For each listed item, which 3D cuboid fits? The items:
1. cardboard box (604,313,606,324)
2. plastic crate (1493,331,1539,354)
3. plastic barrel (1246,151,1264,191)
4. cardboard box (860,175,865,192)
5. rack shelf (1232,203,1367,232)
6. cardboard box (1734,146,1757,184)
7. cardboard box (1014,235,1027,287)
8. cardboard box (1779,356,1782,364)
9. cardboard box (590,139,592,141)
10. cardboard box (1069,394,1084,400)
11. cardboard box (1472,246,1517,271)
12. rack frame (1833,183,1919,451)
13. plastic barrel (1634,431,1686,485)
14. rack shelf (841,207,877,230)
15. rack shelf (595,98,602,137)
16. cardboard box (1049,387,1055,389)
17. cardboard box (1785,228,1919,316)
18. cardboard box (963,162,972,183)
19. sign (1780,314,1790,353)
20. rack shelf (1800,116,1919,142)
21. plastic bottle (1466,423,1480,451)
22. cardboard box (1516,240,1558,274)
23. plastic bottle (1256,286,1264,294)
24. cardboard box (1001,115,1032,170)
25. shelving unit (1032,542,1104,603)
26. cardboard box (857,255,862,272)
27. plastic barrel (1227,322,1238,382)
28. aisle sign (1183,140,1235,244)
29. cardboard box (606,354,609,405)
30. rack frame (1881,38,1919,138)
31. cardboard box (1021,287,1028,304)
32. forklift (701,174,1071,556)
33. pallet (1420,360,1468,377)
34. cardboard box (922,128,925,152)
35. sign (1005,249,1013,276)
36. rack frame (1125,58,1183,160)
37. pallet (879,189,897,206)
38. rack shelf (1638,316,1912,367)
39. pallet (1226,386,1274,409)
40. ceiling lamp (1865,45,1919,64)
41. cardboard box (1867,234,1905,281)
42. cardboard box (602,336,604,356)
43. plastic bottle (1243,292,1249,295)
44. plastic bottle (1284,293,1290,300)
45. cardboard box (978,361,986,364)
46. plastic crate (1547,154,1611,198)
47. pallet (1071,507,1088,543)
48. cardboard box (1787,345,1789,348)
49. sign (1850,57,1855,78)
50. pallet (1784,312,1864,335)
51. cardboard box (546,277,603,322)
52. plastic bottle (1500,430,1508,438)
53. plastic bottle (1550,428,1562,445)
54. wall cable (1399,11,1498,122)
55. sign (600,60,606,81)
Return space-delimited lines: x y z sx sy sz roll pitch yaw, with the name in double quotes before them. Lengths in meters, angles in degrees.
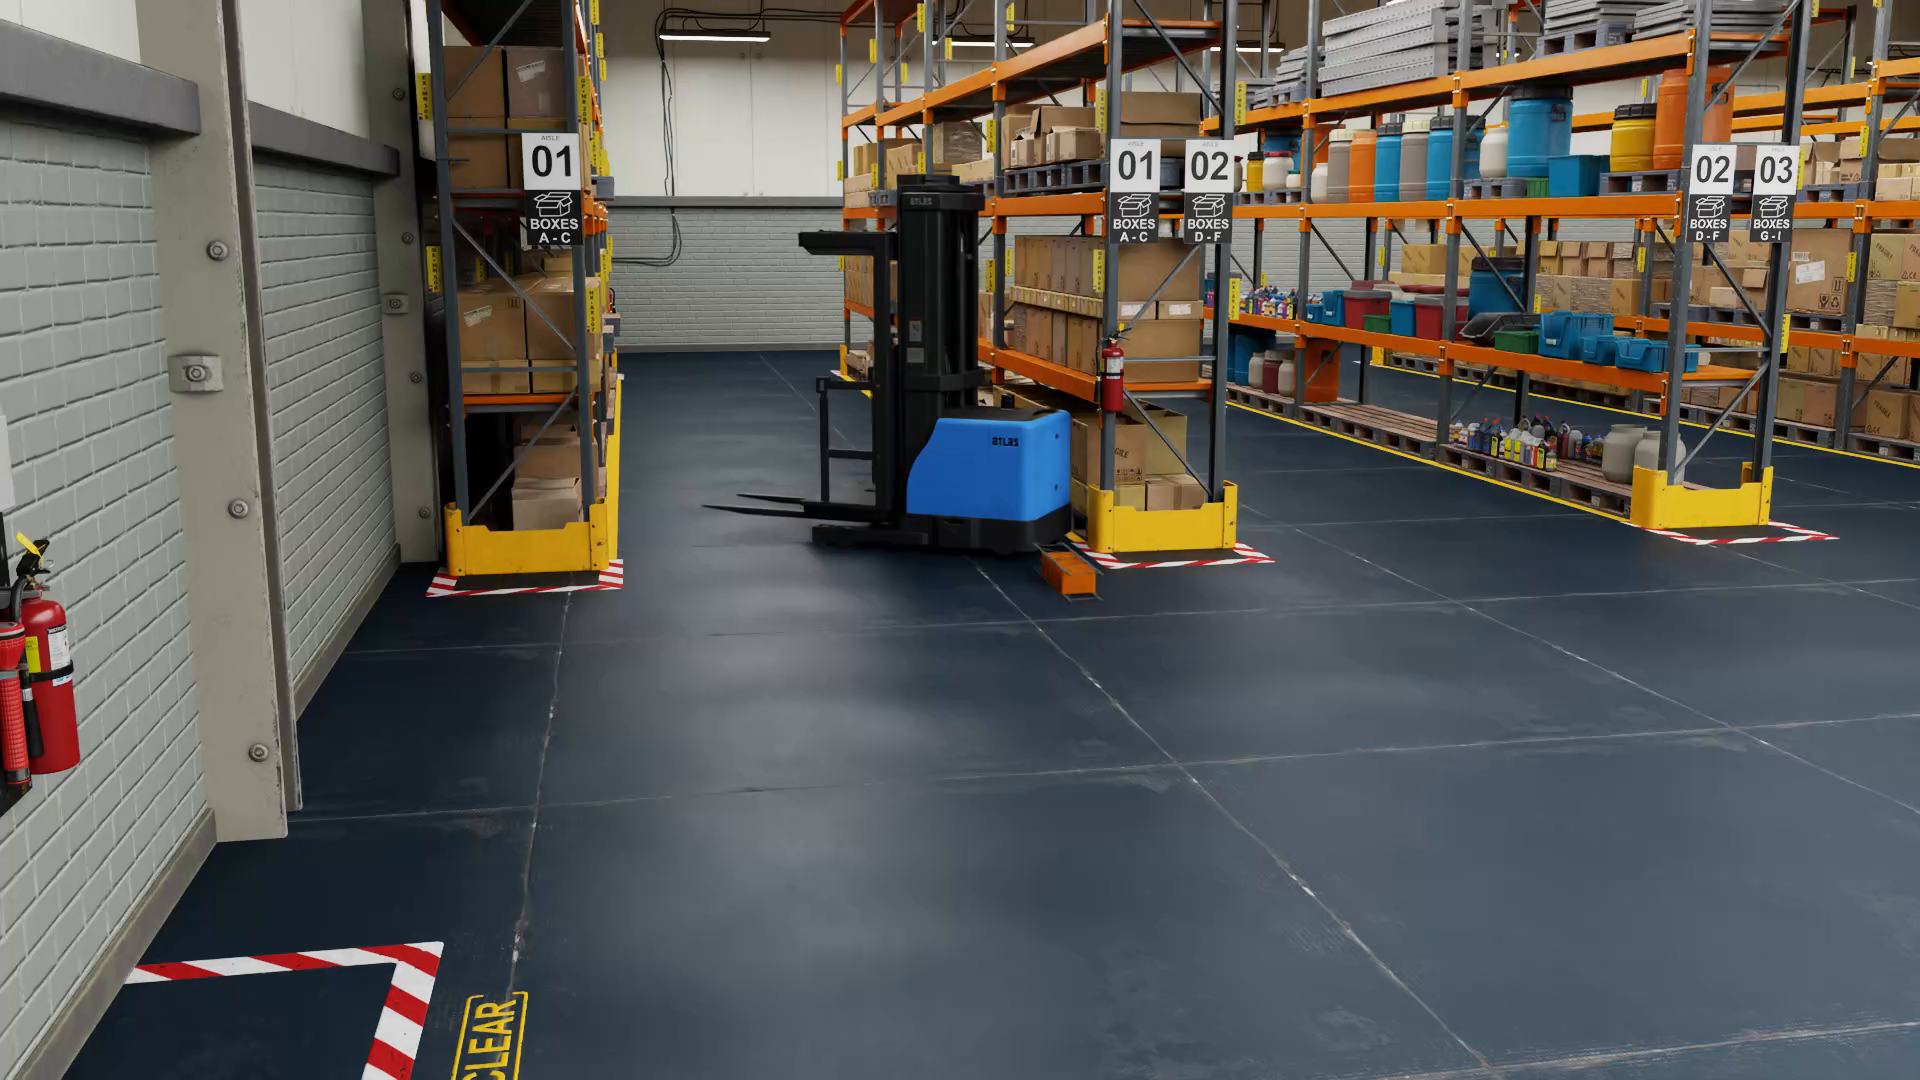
"cardboard box" -4.639 -2.766 20.823 0.380 0.149 0.250 -2 11 -9
"plastic crate" 5.690 -1.975 16.619 0.450 0.188 0.662 -2 11 -11
"plastic barrel" 4.523 -5.418 24.492 0.600 0.588 0.600 0 11 0
"cardboard box" -1.263 -5.535 25.796 0.500 0.250 0.500 -2 11 -11
"rack shelf" 4.536 -4.559 23.530 1.077 0.370 4.000 -2 11 -11
"cardboard box" 9.822 -4.740 20.951 0.500 0.500 0.500 -2 11 -13
"cardboard box" 0.936 -2.765 16.462 0.700 0.500 0.500 -2 11 -11
"cardboard box" 14.083 -3.081 28.363 0.380 0.149 0.250 -2 11 -9
"cardboard box" -3.652 -3.920 15.252 0.500 0.500 0.500 -3 11 -16
"cardboard box" 1.335 -1.122 15.796 0.500 0.500 0.500 -2 11 -11
"cardboard box" 8.653 -4.501 26.925 0.500 0.500 0.500 -2 11 -9
"rack frame" 10.561 -2.519 18.908 1.000 3.000 0.127 -2 11 -11
"plastic barrel" 6.278 -0.707 14.920 0.421 0.512 0.421 0 11 0
"rack shelf" -1.102 -5.113 26.442 1.077 0.370 4.000 -2 11 -11
"rack shelf" -5.182 -5.476 21.394 1.077 0.370 4.000 -2 11 -11
"cardboard box" 0.813 -1.562 18.612 0.500 0.311 0.500 -2 11 -13
"cardboard box" 10.544 -3.171 19.605 1.000 1.000 1.000 -2 11 -11
"cardboard box" 0.328 -4.322 19.639 0.500 0.250 0.500 -2 11 -9
"sign" 7.021 -1.760 14.182 0.100 0.325 0.005 -2 11 -11
"rack shelf" 14.279 -6.178 25.083 1.077 0.370 4.000 -2 11 -11
"plastic bottle" 5.424 -1.084 17.478 0.152 0.276 0.135 -2 11 -9
"cardboard box" 9.138 -4.411 25.900 0.797 0.503 0.637 -2 11 -12
"plastic bottle" 4.505 -3.620 24.824 0.144 0.351 0.185 -2 11 -11
"cardboard box" 0.683 -3.855 16.141 0.500 0.500 0.500 -1 11 -6
"shelving unit" 0.769 0.224 12.001 0.258 0.189 1.200 -2 11 -10
"cardboard box" -1.362 -4.529 26.526 0.500 0.500 0.500 -2 11 -12
"plastic barrel" 4.236 -2.881 25.300 0.600 0.901 0.708 -2 11 -11
"aisle sign" 1.934 -2.702 12.916 0.394 0.787 0.004 -2 11 -11
"cardboard box" -4.972 -2.163 21.664 0.750 0.750 0.750 -2 11 -11
"rack frame" 17.948 -8.027 31.804 1.000 3.000 0.127 -2 11 -11
"cardboard box" 0.806 -2.377 16.162 0.380 0.149 0.250 -2 11 -13
"forklift" -0.659 -1.467 13.565 3.031 2.935 1.130 4 12 21
"pallet" 8.693 -2.983 28.803 1.003 0.211 1.213 -2 11 -11
"cardboard box" -0.212 -5.174 21.894 0.500 0.500 0.500 -2 11 -11
"sign" 0.609 -3.482 20.874 0.100 0.325 0.005 -2 11 -11
"rack frame" 3.369 -7.487 28.964 1.000 3.000 0.127 -2 11 -11
"pallet" -0.450 -4.695 22.824 1.213 0.211 1.003 -2 11 -11
"rack shelf" 10.172 -2.532 20.902 1.077 0.370 4.000 -2 11 -11
"pallet" 4.497 -2.069 24.002 1.003 0.211 1.213 -2 11 -11
"ceiling lamp" 20.011 -11.483 34.348 2.000 3.185 0.800 -2 11 -11
"cardboard box" 10.399 -3.113 18.295 0.500 0.500 0.500 -2 11 -11
"cardboard box" -3.626 -1.839 15.682 0.500 0.250 0.500 -2 11 -11
"plastic bottle" 4.192 -3.482 24.300 0.152 0.276 0.135 -2 11 -11
"plastic bottle" 4.781 -3.458 24.173 0.152 0.276 0.135 -2 11 -11
"cardboard box" 0.057 -2.163 22.547 0.500 0.500 0.500 -2 11 -12
"plastic crate" 5.815 -3.410 15.608 0.392 0.384 0.575 -2 11 -11
"pallet" 1.431 -0.195 14.154 1.003 0.211 1.213 -2 11 -11
"cardboard box" 14.026 -3.317 28.010 0.380 0.149 0.250 -2 11 -9
"sign" 14.433 -7.653 26.915 0.100 0.325 0.005 -2 11 -11
"pallet" 10.555 -2.570 19.690 1.003 0.211 1.213 -2 11 -11
"cardboard box" -3.620 -2.207 15.614 0.500 0.500 0.500 -2 11 -11
"plastic bottle" 5.555 -0.991 17.002 0.097 0.271 0.097 0 11 0
"plastic bottle" 6.115 -1.010 17.068 0.061 0.283 0.133 -2 11 -11
"wall cable" 10.508 -10.410 35.717 2.277 5.999 0.120 -2 11 -11
"sign" -5.814 -7.641 27.066 0.100 0.325 0.005 -2 11 -11
